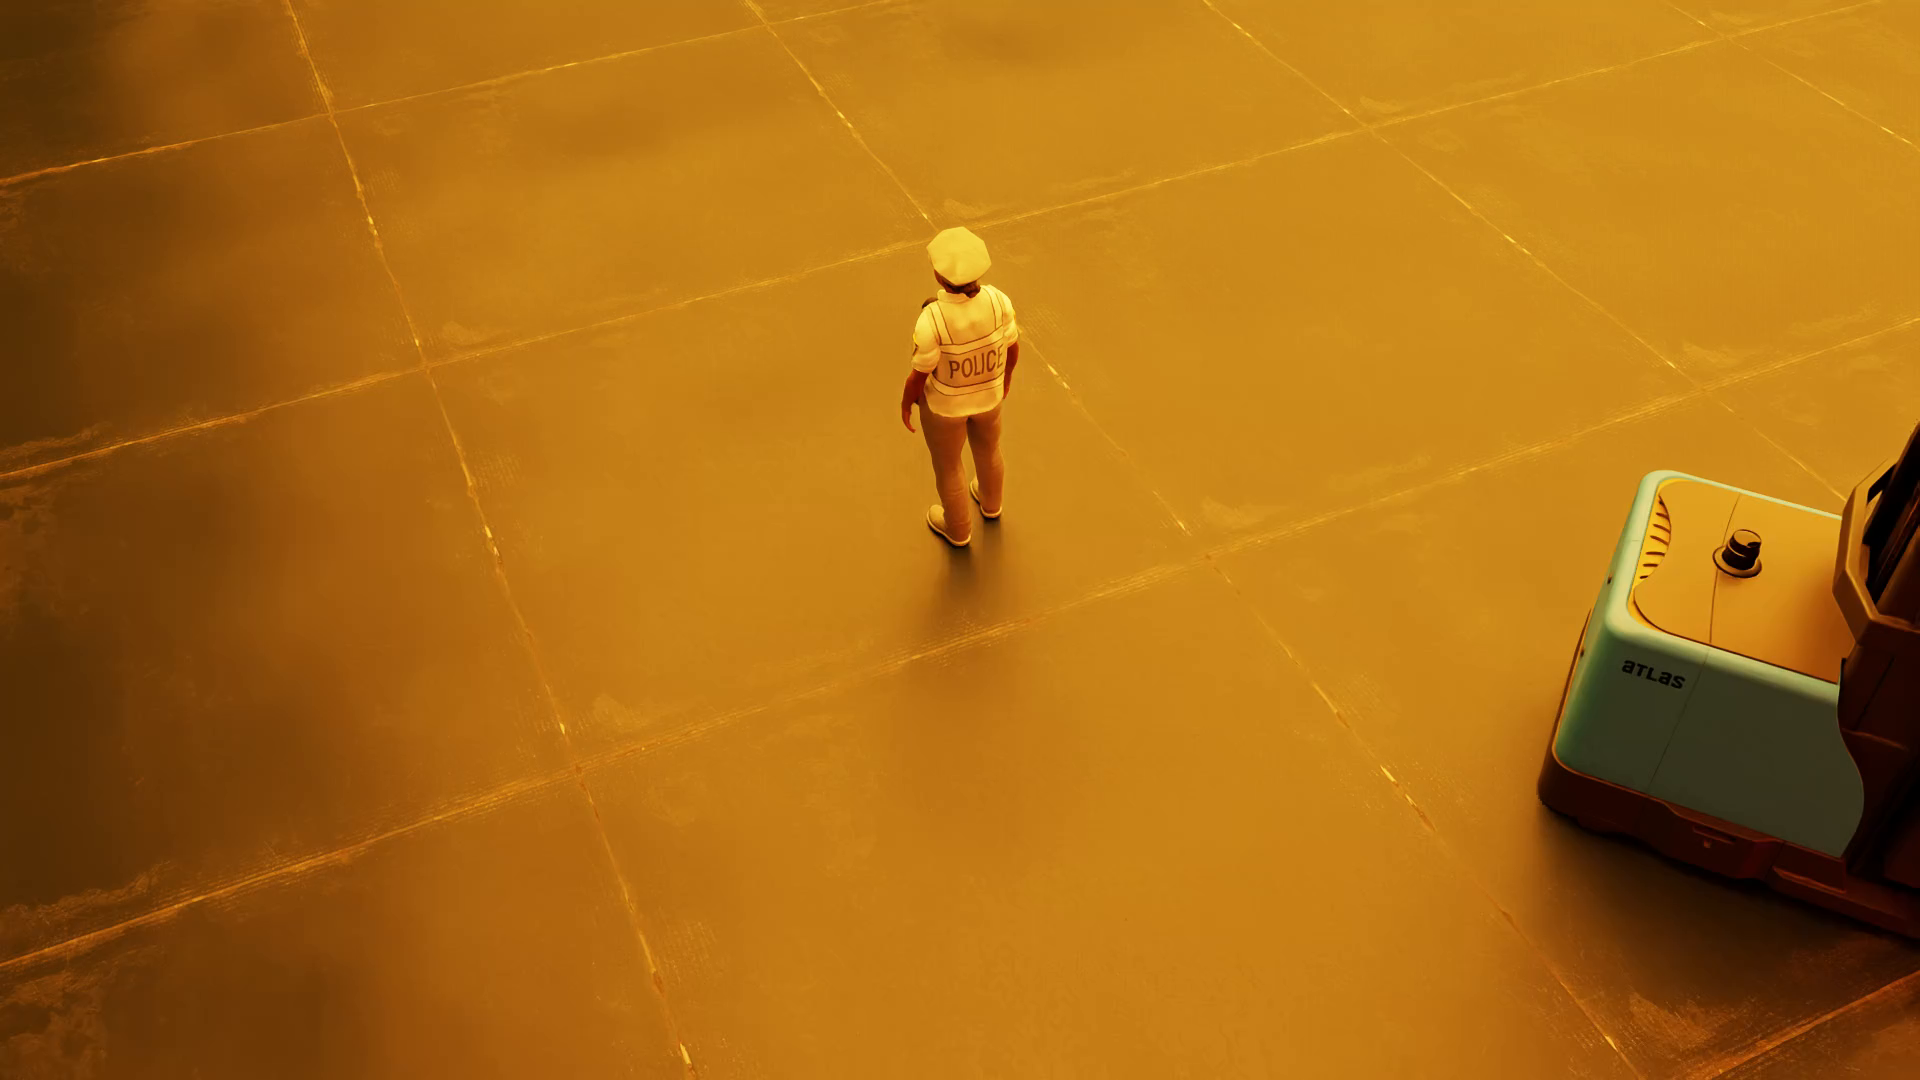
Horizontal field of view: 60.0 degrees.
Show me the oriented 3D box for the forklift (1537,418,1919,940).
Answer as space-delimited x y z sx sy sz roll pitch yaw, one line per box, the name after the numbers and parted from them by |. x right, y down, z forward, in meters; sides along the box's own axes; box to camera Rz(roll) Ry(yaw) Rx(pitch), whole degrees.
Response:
3.866 0.147 5.523 3.031 2.935 1.130 18 46 18 | forklift

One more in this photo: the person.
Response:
-0.013 -0.677 7.301 0.569 1.695 0.530 -18 46 -18 | person
